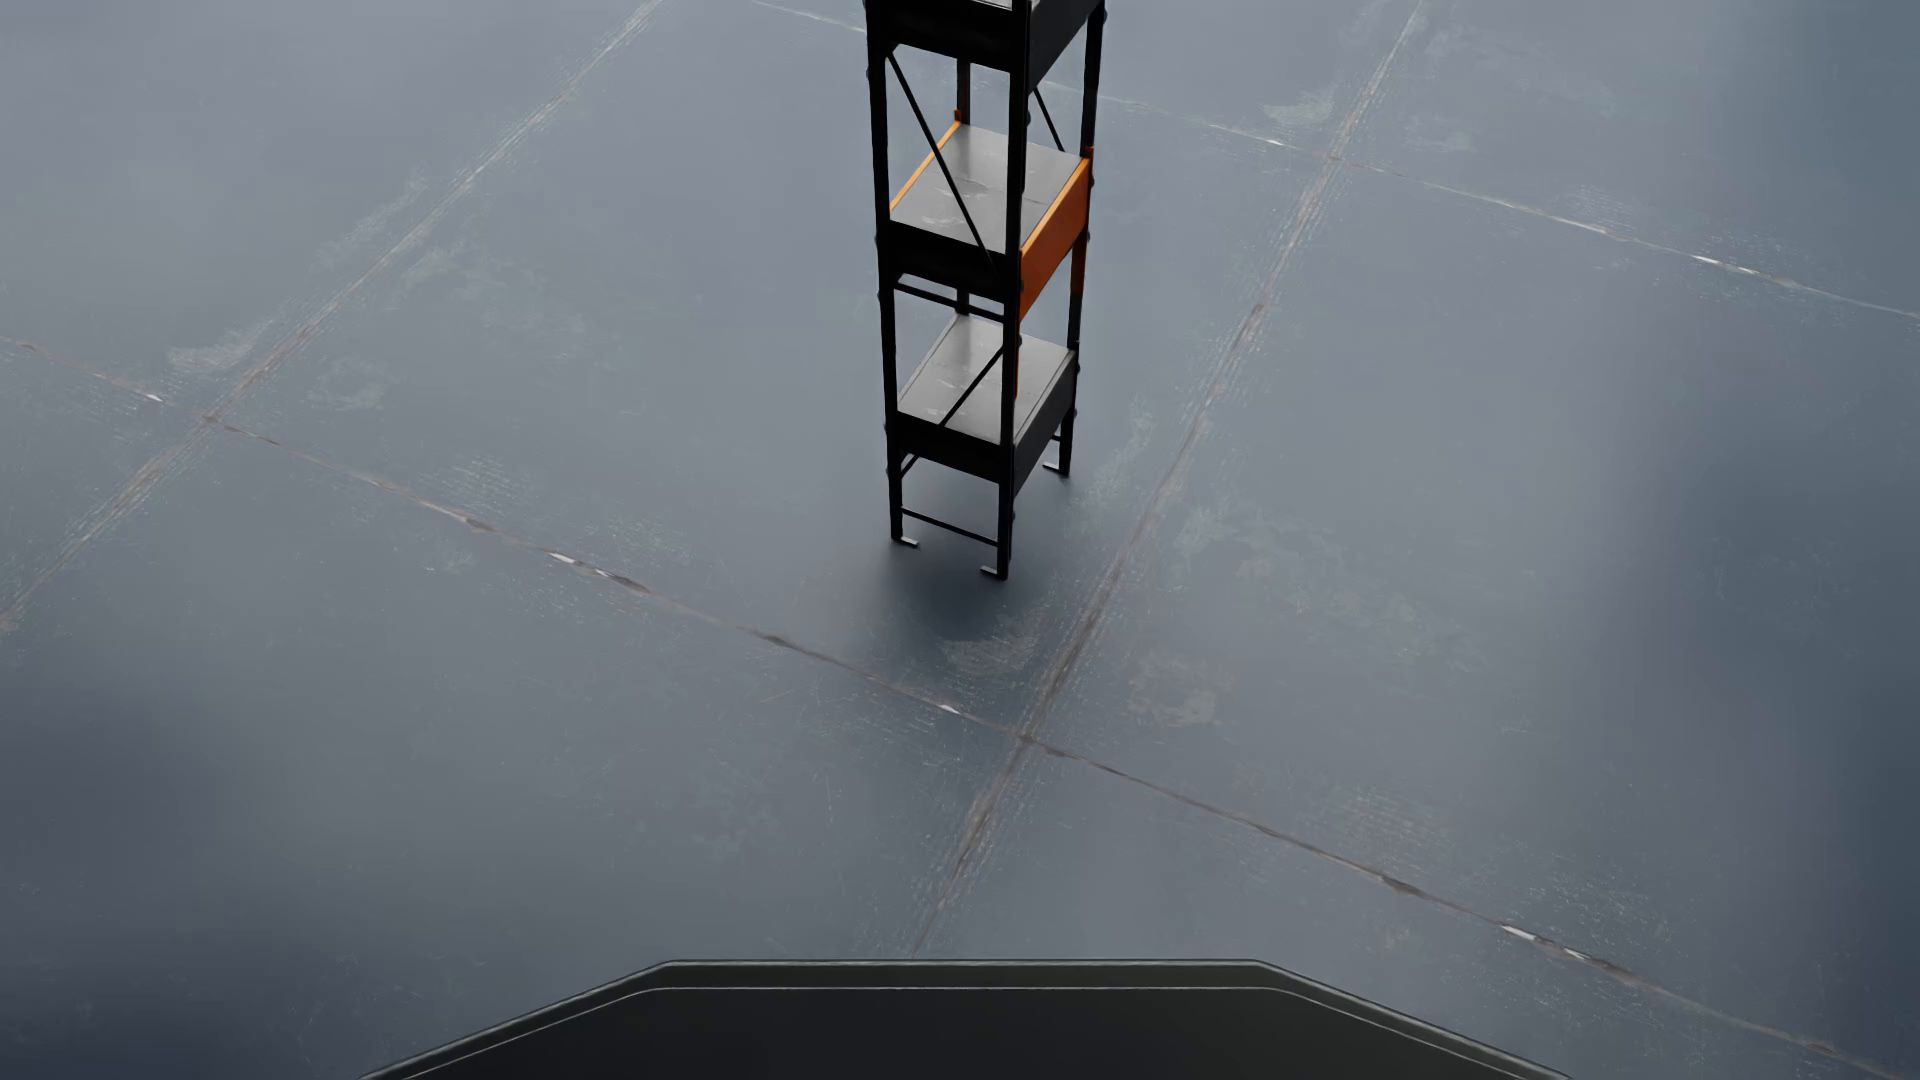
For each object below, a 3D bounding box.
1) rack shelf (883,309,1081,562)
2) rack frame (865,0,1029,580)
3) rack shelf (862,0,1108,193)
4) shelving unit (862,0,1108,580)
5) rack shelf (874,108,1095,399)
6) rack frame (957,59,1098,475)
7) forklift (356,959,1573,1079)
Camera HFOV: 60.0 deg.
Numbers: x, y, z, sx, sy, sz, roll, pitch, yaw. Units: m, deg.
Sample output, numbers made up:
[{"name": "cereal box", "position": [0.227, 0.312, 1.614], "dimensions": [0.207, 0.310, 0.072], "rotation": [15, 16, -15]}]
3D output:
[{"name": "rack shelf", "position": [0.071, -0.332, 5.091], "dimensions": [0.431, 0.518, 0.480], "rotation": [20, 52, 16]}, {"name": "rack frame", "position": [-0.034, -0.626, 4.404], "dimensions": [0.400, 2.100, 0.015], "rotation": [20, 52, 16]}, {"name": "rack shelf", "position": [0.071, -1.239, 4.025], "dimensions": [0.431, 0.518, 0.480], "rotation": [20, 52, 16]}, {"name": "shelving unit", "position": [0.071, -0.794, 4.547], "dimensions": [0.431, 2.100, 0.503], "rotation": [20, 52, 16]}, {"name": "rack shelf", "position": [0.071, -0.786, 4.558], "dimensions": [0.431, 0.518, 0.480], "rotation": [20, 52, 16]}, {"name": "rack frame", "position": [0.175, -0.962, 4.690], "dimensions": [0.400, 2.100, 0.015], "rotation": [20, 52, 16]}, {"name": "forklift", "position": [0.004, 1.815, 1.781], "dimensions": [1.130, 2.935, 3.031], "rotation": [0, 50, 0]}]
